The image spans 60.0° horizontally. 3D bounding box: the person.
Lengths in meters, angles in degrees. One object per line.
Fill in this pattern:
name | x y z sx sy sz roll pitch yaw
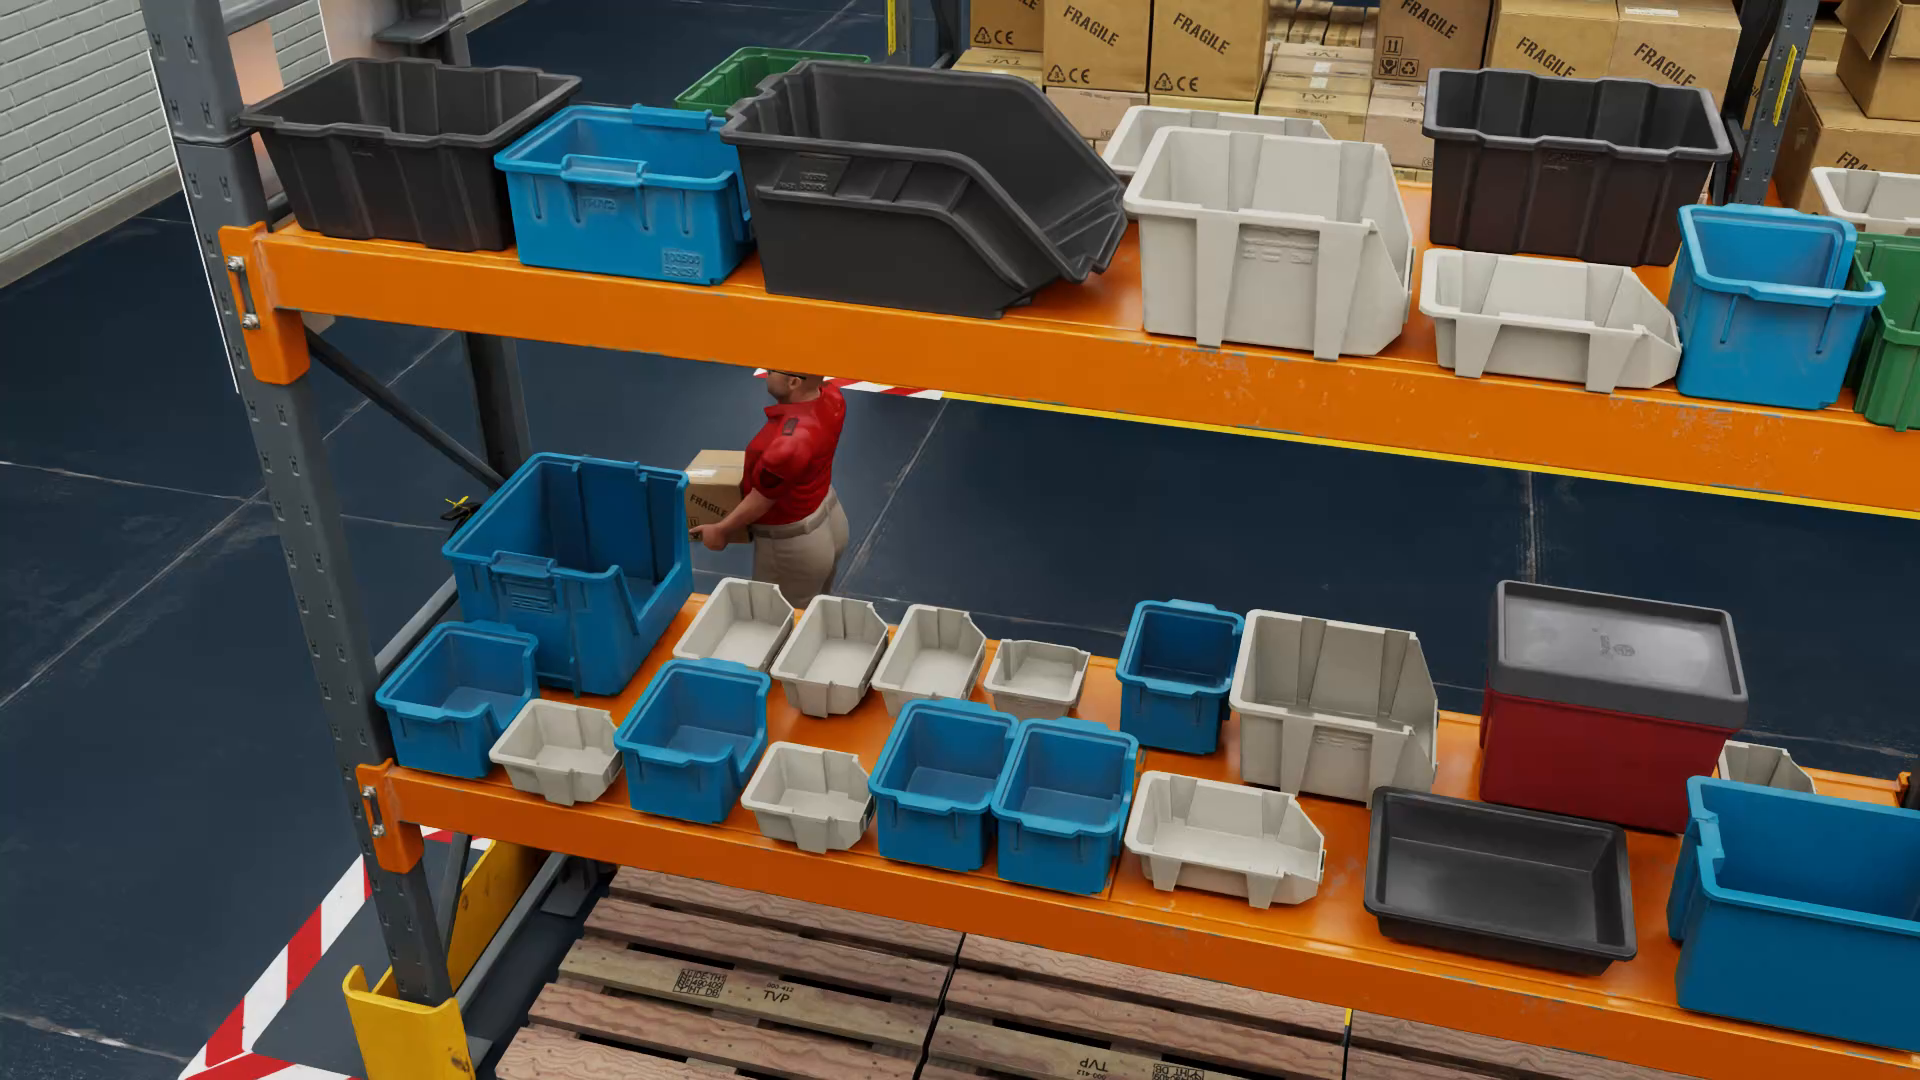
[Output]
person | -0.701 0.006 6.155 0.537 1.712 0.494 8 34 12
